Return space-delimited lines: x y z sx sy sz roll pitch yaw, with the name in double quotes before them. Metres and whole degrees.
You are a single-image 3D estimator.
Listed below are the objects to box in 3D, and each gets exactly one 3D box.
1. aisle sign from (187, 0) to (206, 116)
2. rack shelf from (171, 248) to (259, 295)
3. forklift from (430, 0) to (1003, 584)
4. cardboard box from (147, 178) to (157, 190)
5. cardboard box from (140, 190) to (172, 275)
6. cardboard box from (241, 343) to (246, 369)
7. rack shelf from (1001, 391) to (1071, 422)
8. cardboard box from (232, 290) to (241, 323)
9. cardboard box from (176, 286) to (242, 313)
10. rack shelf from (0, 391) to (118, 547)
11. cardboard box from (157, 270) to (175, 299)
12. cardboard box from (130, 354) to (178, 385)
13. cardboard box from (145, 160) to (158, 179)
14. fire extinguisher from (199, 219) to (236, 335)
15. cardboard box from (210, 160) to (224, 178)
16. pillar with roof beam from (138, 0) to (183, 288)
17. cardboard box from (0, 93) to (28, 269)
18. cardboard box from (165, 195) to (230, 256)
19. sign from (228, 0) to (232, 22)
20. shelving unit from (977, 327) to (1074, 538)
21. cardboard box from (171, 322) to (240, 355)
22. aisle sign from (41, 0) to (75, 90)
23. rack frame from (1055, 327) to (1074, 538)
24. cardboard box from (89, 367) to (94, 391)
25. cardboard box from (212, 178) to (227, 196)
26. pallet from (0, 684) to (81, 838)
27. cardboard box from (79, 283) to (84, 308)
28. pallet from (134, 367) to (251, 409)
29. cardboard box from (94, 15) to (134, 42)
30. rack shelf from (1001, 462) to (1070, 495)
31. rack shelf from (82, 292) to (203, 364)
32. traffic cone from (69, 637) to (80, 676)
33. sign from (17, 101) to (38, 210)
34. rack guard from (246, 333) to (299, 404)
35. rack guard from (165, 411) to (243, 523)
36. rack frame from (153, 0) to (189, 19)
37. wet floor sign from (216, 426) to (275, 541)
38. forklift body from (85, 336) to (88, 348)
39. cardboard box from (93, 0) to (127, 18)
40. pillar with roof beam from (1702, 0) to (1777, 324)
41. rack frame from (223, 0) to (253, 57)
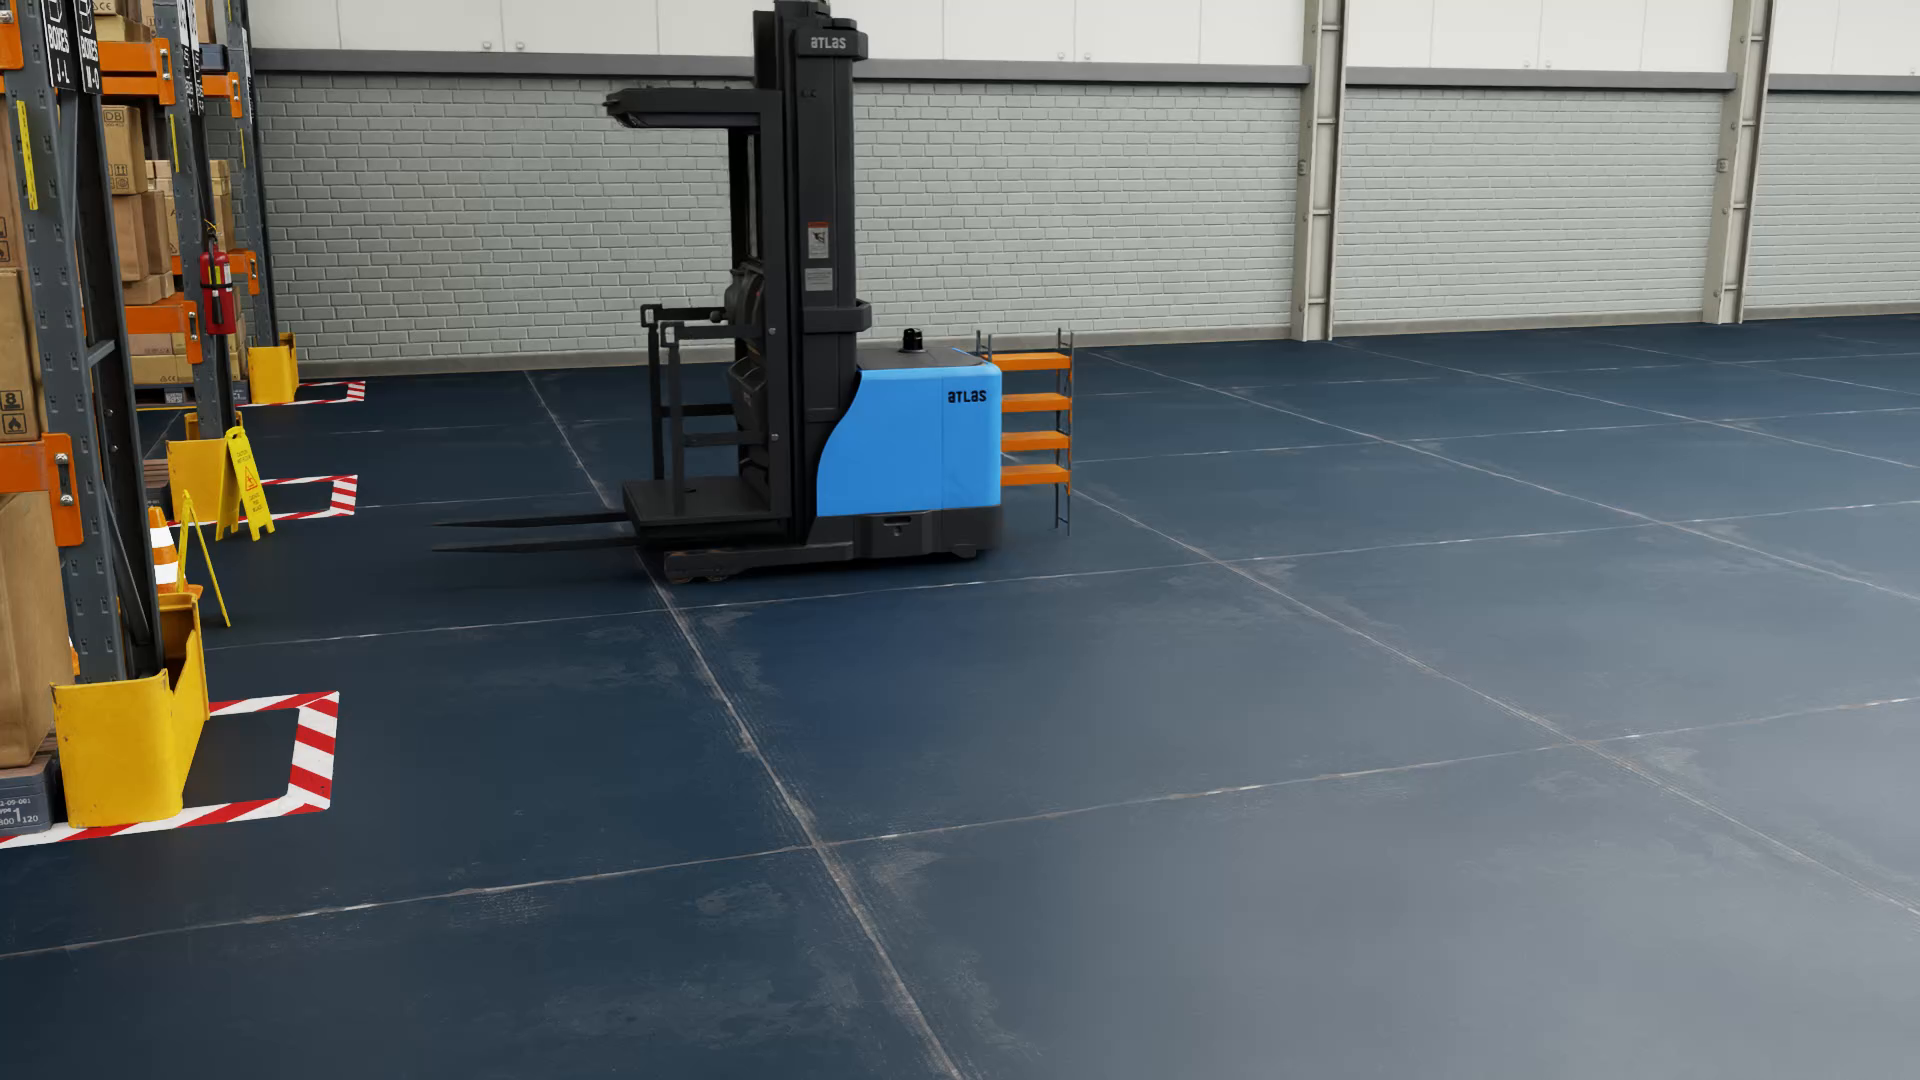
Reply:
"aisle sign" -4.748 -3.041 10.328 0.004 0.787 0.394 -4 14 -18
"rack shelf" -8.190 -2.295 14.362 4.000 0.370 1.077 -4 14 -18
"forklift" -1.336 -1.331 8.906 3.031 2.935 1.130 -4 14 -16
"cardboard box" -7.032 -3.038 14.316 0.250 0.149 0.380 -4 14 -17
"cardboard box" -5.245 -1.923 10.386 0.500 0.500 0.500 -5 14 -19
"cardboard box" -6.822 -1.665 15.197 0.500 0.250 0.500 -4 14 -18
"rack shelf" 0.372 -0.757 9.558 0.480 0.148 0.258 -4 14 -16
"cardboard box" -6.631 -2.043 14.622 0.500 0.250 0.500 -4 14 -16
"cardboard box" -6.810 -2.151 15.078 0.500 0.250 0.500 -5 14 -19
"rack shelf" -4.929 -0.128 5.253 4.000 0.370 1.077 -4 14 -18
"cardboard box" -5.096 -1.602 10.438 0.250 0.149 0.380 -4 14 -18
"cardboard box" -7.113 -1.520 14.586 0.500 0.250 0.500 -4 14 -18
"cardboard box" -7.030 -3.178 14.261 0.250 0.149 0.380 -4 14 -17
"fire extinguisher" -4.452 -1.573 9.943 0.183 0.674 0.296 -4 14 -18
"cardboard box" -6.566 -3.228 14.473 0.250 0.149 0.380 -4 14 -18
"pillar with roof beam" -5.869 -4.913 10.850 0.400 9.000 9.100 -4 14 -18
"cardboard box" -3.397 -1.205 5.569 0.550 0.550 0.875 -4 14 -18
"cardboard box" -6.677 -2.747 14.493 0.500 0.500 0.500 -5 14 -19
"sign" -6.134 -4.524 13.954 0.005 0.325 0.100 -4 14 -18
"shelving unit" 0.372 -0.605 9.594 0.503 1.200 0.258 -4 14 -16
"cardboard box" -6.656 -1.797 14.672 0.500 0.250 0.500 -5 14 -19
"aisle sign" -2.870 -1.830 5.235 0.004 0.787 0.394 -4 14 -18
"rack frame" 0.606 -0.621 9.661 0.015 1.200 0.240 -4 14 -16
"cardboard box" -5.384 -0.819 10.017 0.500 0.500 0.500 -4 14 -18
"cardboard box" -6.533 -3.069 14.446 0.250 0.149 0.380 -4 14 -17
"pallet" -3.766 0.807 5.793 1.213 0.211 1.003 -4 14 -18
"cardboard box" -5.199 -1.464 9.858 0.250 0.149 0.380 -5 14 -19
"pallet" -7.006 -1.370 14.946 1.213 0.211 1.003 -4 14 -18
"cardboard box" -4.957 -2.953 9.637 0.250 0.149 0.380 -4 14 -18
"rack shelf" 0.372 -0.347 9.656 0.480 0.148 0.258 -4 14 -16
"rack shelf" -6.603 -1.206 9.786 4.000 0.370 1.077 -4 14 -18
"traffic cone" -3.989 0.336 7.229 0.334 0.463 0.336 -4 14 -18
"sign" -2.873 -1.184 5.125 0.005 0.325 0.100 -4 14 -18
"rack guard" -6.271 -1.578 15.196 0.348 0.500 1.175 -4 14 -18
"rack guard" -4.780 -0.482 10.589 0.348 0.500 1.175 -4 14 -18
"rack frame" -4.708 -4.622 9.629 0.127 3.000 1.000 -4 14 -18
"wet floor sign" -4.186 -0.338 9.668 0.232 0.644 0.267 0 13 1
"forklift body" -7.510 -1.839 12.727 1.214 2.155 2.313 -4 14 -18
"cardboard box" -5.107 -3.138 9.552 0.500 0.250 0.500 -5 14 -19
"pillar with roof beam" 11.191 -6.241 16.435 0.400 9.000 9.100 -4 14 -18
"rack frame" -6.294 -5.711 14.205 0.127 3.000 1.000 -4 14 -18
